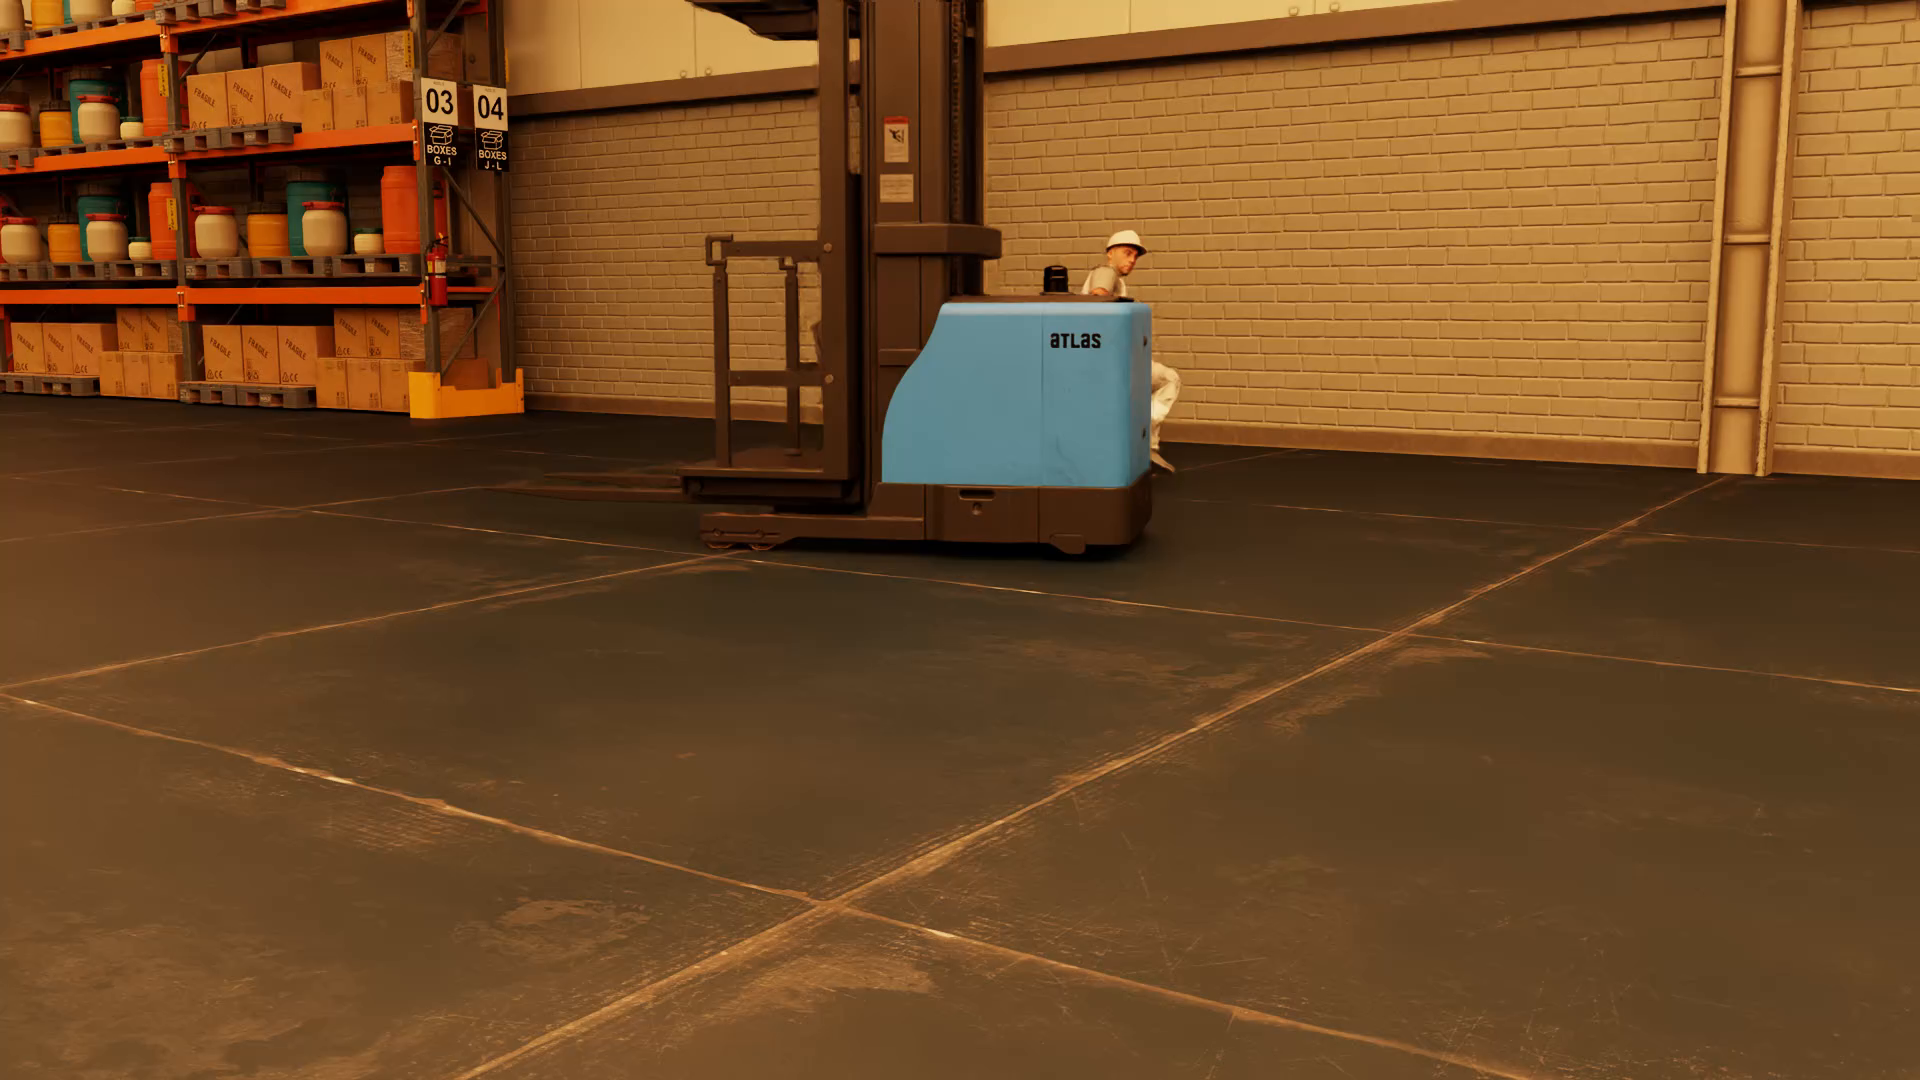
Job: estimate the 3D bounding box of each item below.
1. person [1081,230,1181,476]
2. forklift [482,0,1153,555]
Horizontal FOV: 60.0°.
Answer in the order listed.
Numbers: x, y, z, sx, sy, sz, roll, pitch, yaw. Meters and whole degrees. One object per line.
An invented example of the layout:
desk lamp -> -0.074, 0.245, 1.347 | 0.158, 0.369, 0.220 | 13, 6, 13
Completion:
person -> 0.958, -1.065, 9.870 | 0.680, 1.536, 0.811 | -2, 8, -14
forklift -> -0.668, -1.472, 7.541 | 3.031, 2.935, 1.130 | 2, 8, 12
